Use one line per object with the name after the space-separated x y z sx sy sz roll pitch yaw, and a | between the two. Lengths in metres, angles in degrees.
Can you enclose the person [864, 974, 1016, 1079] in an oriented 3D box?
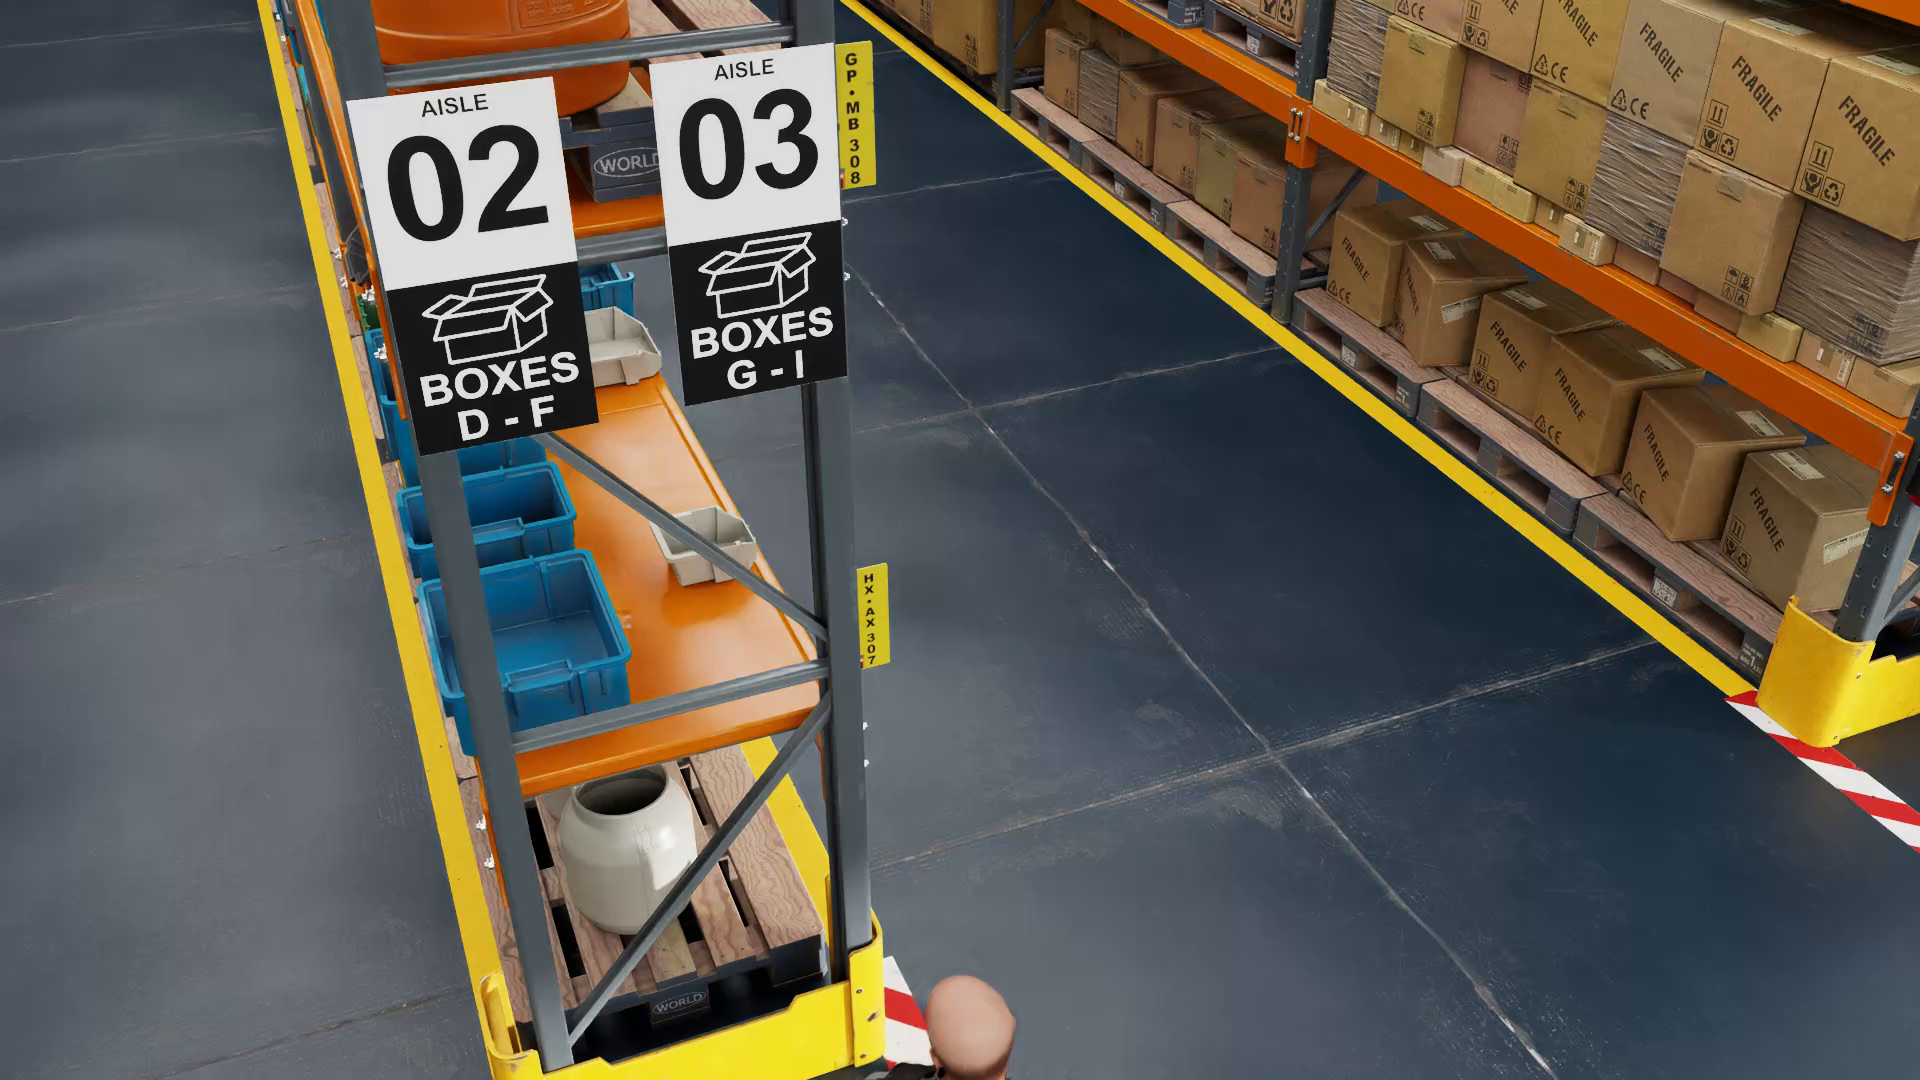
0.025 1.604 3.712 0.571 1.761 0.423 9 34 13 | person
